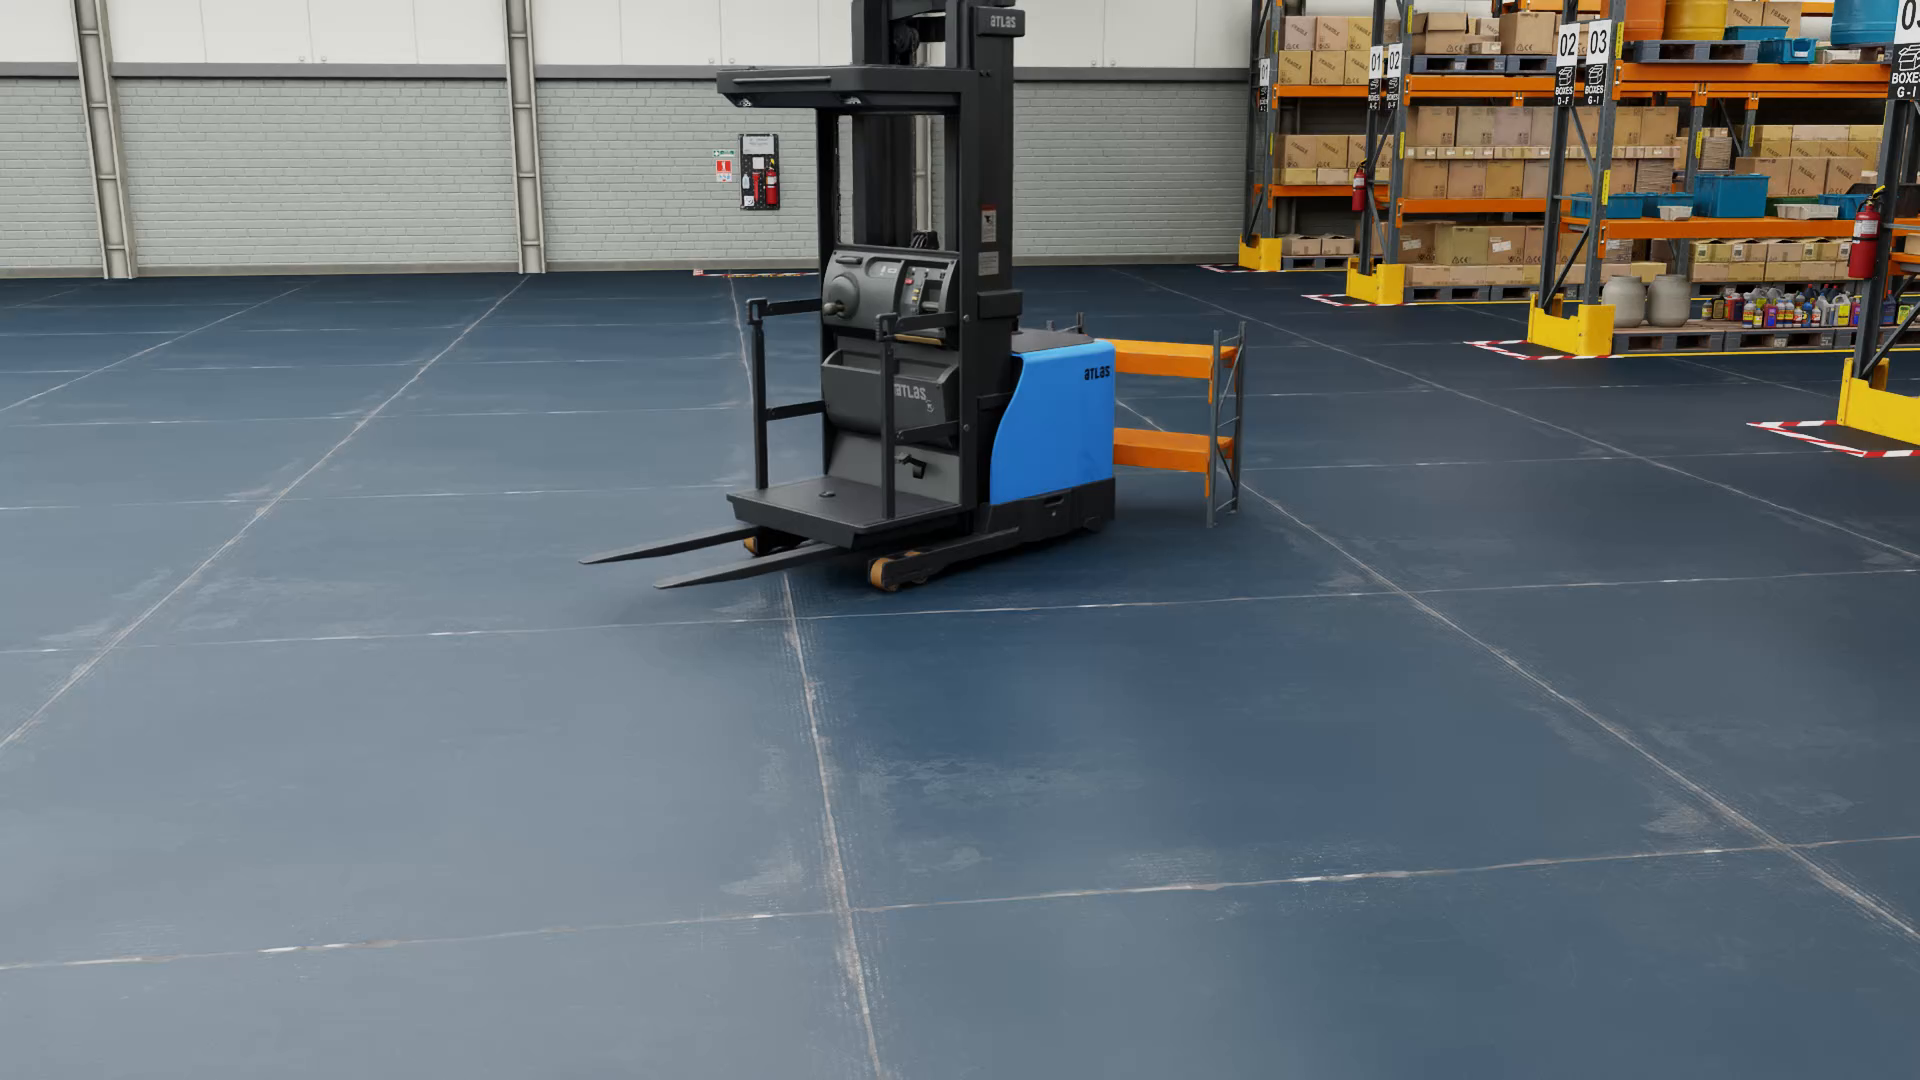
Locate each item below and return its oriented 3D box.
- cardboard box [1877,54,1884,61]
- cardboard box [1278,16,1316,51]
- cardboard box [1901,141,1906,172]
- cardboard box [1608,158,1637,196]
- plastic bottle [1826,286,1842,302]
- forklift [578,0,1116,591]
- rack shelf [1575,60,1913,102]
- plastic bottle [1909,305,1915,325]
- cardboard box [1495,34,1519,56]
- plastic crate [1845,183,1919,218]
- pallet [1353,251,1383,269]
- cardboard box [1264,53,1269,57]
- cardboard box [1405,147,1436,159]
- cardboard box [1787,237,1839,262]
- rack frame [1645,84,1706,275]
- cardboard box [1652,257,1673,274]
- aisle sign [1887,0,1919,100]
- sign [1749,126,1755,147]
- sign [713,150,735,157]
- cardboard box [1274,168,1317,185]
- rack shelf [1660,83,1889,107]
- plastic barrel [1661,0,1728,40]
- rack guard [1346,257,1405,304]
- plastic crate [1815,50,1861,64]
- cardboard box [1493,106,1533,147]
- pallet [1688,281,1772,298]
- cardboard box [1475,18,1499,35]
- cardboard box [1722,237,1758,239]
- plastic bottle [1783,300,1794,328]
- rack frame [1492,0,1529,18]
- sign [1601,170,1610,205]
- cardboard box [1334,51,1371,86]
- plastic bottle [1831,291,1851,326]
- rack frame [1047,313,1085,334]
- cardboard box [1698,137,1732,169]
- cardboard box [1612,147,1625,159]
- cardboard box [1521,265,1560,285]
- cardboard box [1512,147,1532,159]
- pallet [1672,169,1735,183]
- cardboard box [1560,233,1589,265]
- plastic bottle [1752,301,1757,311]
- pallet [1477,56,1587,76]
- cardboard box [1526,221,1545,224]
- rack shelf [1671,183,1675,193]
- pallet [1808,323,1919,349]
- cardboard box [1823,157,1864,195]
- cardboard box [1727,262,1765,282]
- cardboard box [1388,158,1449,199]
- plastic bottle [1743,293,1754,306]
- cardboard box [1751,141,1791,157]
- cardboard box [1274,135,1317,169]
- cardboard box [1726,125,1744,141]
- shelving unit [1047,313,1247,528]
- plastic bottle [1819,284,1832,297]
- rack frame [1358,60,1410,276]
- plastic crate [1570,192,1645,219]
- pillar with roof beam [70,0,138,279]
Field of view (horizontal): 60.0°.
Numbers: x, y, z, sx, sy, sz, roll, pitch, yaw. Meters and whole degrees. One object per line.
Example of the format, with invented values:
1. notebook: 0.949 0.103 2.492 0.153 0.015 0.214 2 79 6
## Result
1. cardboard box: 11.830 -6.409 21.891 0.500 0.250 0.500 -2 14 -9
2. cardboard box: 5.118 -7.750 25.490 0.500 0.500 0.500 -3 14 -12
3. cardboard box: 15.645 -6.335 27.459 0.500 0.500 0.500 -2 14 -8
4. cardboard box: 8.440 -4.760 21.830 0.500 0.500 0.700 -2 14 -9
5. plastic bottle: 9.294 -2.523 17.655 0.185 0.351 0.144 -2 14 -8
6. forklift: -0.515 -1.309 8.418 1.130 2.935 3.031 14 19 43
7. rack shelf: 8.155 -4.592 16.677 4.000 0.370 1.077 -2 14 -8
8. plastic bottle: 9.820 -2.326 17.179 0.097 0.201 0.097 0 14 0
9. cardboard box: 7.092 -6.413 21.495 0.500 0.311 0.500 0 14 -2
10. plastic crate: 9.596 -3.540 17.298 0.504 0.338 0.767 -2 14 -8
11. pallet: 6.789 -4.511 26.775 1.213 0.211 1.003 -2 14 -8
12. cardboard box: 5.076 -7.385 26.092 0.500 0.500 0.500 -1 14 -4
13. cardboard box: 5.863 -4.930 21.176 0.250 0.149 0.380 -2 14 -9
14. cardboard box: 11.364 -3.903 22.254 0.500 0.311 0.500 -2 14 -7
15. rack frame: 9.398 -4.750 21.995 0.127 3.000 1.000 -2 14 -8
16. cardboard box: 9.765 -3.705 22.616 0.500 0.250 0.500 -2 14 -9
17. aisle sign: 6.809 -3.553 11.878 0.004 0.787 0.394 -2 14 -8
18. sign: 12.702 -6.479 26.674 0.005 0.325 0.100 -2 14 -8
19. sign: -3.674 -6.009 25.854 0.331 0.109 0.001 -2 14 -8
20. cardboard box: 5.231 -5.675 25.950 0.500 0.250 0.500 -3 14 -10
21. rack shelf: 11.376 -5.928 22.007 4.000 0.370 1.077 -2 14 -8
22. plastic barrel: 7.285 -5.235 16.513 0.600 0.588 0.600 0 14 0
23. rack guard: 5.419 -3.392 21.718 0.348 0.500 1.175 -2 14 -8
24. plastic crate: 8.605 -4.730 16.291 0.396 0.136 0.243 -2 14 -8
25. cardboard box: 6.976 -5.337 21.465 0.500 0.500 0.700 -2 14 -8
26. pallet: 10.121 -3.433 22.478 1.213 0.211 1.003 -2 14 -8
27. cardboard box: 8.201 -7.856 25.912 0.500 0.500 0.500 -3 14 -13
28. cardboard box: 10.763 -4.013 22.695 0.500 0.311 0.500 -2 14 -8
29. plastic bottle: 8.454 -2.310 16.971 0.097 0.271 0.097 0 14 0
30. rack frame: 8.656 -8.851 26.016 0.127 3.000 1.000 -2 14 -8
31. sign: 6.255 -3.415 16.104 0.005 0.325 0.100 -2 14 -8
32. cardboard box: 6.118 -7.292 25.719 0.500 0.500 0.500 -1 14 -6
33. plastic bottle: 9.029 -2.375 17.068 0.185 0.351 0.144 -2 14 -9
34. rack frame: 0.631 -0.781 10.022 0.032 1.125 0.500 7 16 26
35. cardboard box: 12.149 -6.329 27.181 0.500 0.500 0.700 -4 15 -15
36. cardboard box: 8.398 -5.023 21.546 0.250 0.149 0.380 -2 14 -8
37. cardboard box: 7.490 -3.495 21.780 0.500 0.250 0.500 -2 14 -8
38. cardboard box: 7.136 -4.978 21.364 0.250 0.149 0.380 -2 14 -9
39. pallet: 11.923 -5.942 27.142 1.003 0.211 1.213 -2 14 -8
40. cardboard box: 7.982 -3.880 21.774 0.500 0.500 0.500 -2 14 -8
41. plastic bottle: 8.355 -2.420 17.552 0.097 0.201 0.097 0 14 0
42. pallet: 7.355 -6.081 21.320 1.213 0.211 1.003 -2 14 -8
43. cardboard box: 7.904 -4.006 22.276 0.500 0.500 0.500 -2 14 -8
44. rack shelf: 10.634 -5.665 27.122 4.000 0.370 1.077 -2 14 -8
45. pallet: 9.462 -2.191 17.526 1.213 0.211 1.003 -2 14 -8
46. cardboard box: 11.697 -4.879 22.303 0.500 0.500 0.500 -3 14 -11
47. cardboard box: 10.340 -3.593 22.172 0.500 0.250 0.500 -2 14 -7
48. cardboard box: 5.906 -4.667 21.460 0.500 0.500 0.700 -2 14 -8
49. plastic bottle: 8.318 -2.485 17.659 0.135 0.276 0.152 -2 14 -10
50. cardboard box: 13.130 -6.245 27.098 0.500 0.500 0.500 -2 14 -7
51. cardboard box: 5.218 -6.042 25.873 0.500 0.500 0.500 -2 14 -8
52. cardboard box: 13.022 -6.731 27.496 0.500 0.250 0.500 -2 14 -7
53. shelving unit: 1.083 -0.724 9.797 1.048 1.125 0.538 7 16 26
54. plastic bottle: 9.272 -2.557 17.794 0.185 0.351 0.144 -2 14 -7
55. rack frame: 5.443 -4.605 21.417 0.127 3.000 1.000 -2 14 -8
56. plastic crate: 6.627 -3.431 17.043 0.616 0.251 0.499 -2 14 -8
57. pillar with roof beam: -11.893 -7.252 19.639 0.400 9.000 9.100 -2 14 -8
